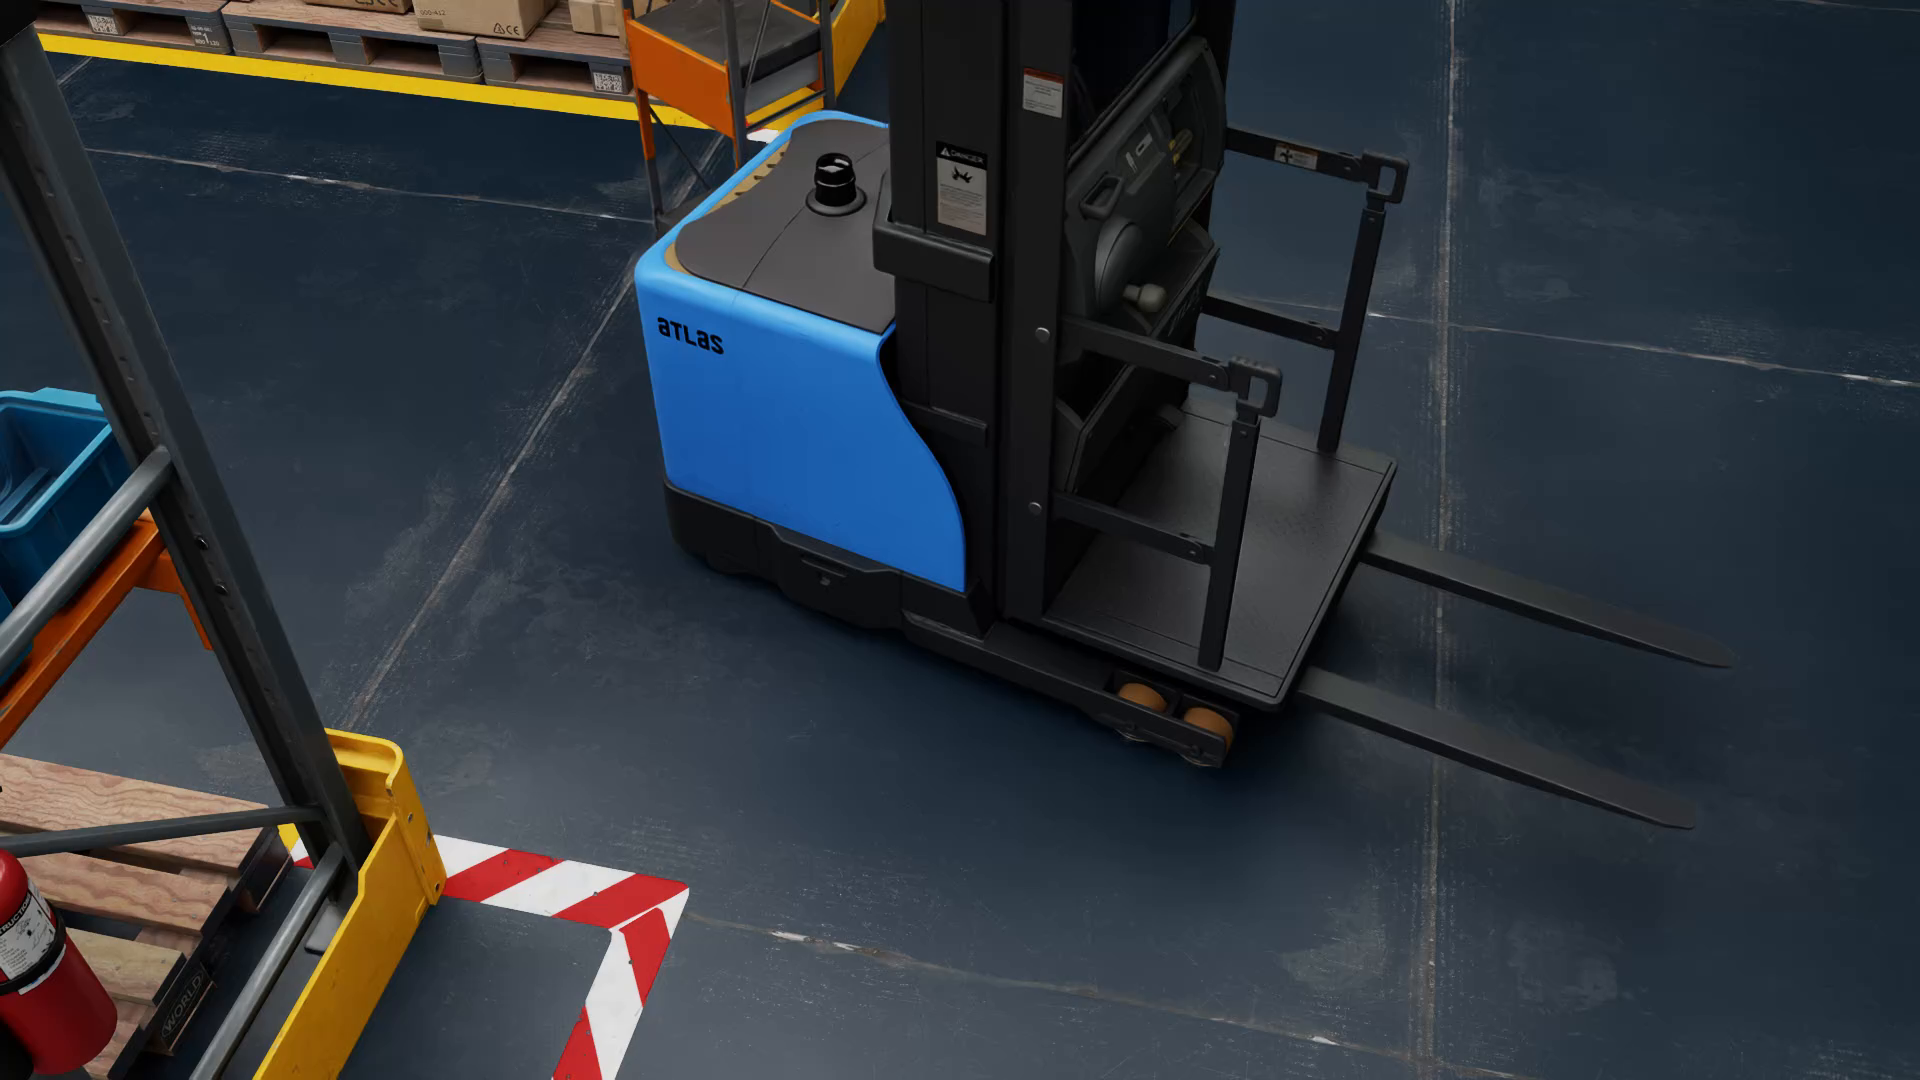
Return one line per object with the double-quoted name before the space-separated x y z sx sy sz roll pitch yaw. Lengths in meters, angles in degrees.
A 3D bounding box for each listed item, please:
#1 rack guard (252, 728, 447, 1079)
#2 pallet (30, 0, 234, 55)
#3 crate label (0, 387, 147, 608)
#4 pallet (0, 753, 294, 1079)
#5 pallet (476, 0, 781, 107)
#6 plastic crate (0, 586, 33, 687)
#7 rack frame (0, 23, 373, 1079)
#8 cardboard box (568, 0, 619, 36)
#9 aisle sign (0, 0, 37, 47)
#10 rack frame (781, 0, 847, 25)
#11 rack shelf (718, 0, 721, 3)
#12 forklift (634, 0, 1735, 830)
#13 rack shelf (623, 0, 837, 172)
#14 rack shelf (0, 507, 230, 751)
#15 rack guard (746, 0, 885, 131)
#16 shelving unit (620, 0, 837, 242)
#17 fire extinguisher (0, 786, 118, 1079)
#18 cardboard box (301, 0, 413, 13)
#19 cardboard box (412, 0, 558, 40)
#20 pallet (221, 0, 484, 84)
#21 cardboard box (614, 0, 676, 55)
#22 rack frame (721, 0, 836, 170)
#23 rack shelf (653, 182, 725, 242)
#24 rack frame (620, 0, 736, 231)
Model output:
"rack guard" -1.618 1.045 3.804 0.348 0.500 1.175 9 45 9
"pallet" -3.792 -2.699 7.902 1.213 0.211 1.003 9 45 9
"crate label" -1.813 -0.072 3.239 0.303 0.233 0.416 9 45 9
"pallet" -2.440 1.003 4.056 1.213 0.211 1.003 9 45 9
"pallet" -1.411 -2.329 7.518 1.213 0.211 1.003 9 45 9
"plastic crate" -2.012 0.191 2.820 0.499 0.435 0.616 9 45 9
"rack frame" -1.644 0.149 2.932 0.127 3.000 1.000 9 45 9
"cardboard box" -1.519 -2.378 7.283 0.250 0.166 0.380 9 45 9
"aisle sign" -1.509 -0.977 2.228 0.004 0.787 0.394 9 45 9
"rack frame" -0.559 -3.202 6.414 0.127 3.000 1.000 9 45 9
"rack shelf" -0.712 -1.919 4.739 0.480 0.518 0.431 33 53 30
"forklift" 0.647 -0.855 4.025 3.031 2.935 1.130 20 47 19
"rack shelf" -0.711 -1.415 5.225 0.480 0.518 0.431 33 53 30
"rack shelf" -3.596 0.106 3.496 4.000 0.370 1.077 9 45 9
"rack guard" -0.633 -2.313 7.293 0.348 0.500 1.175 9 45 9
"shelving unit" -0.711 -1.425 5.216 0.503 2.100 0.431 33 53 30
"fire extinguisher" -1.596 0.642 2.745 0.183 0.674 0.296 9 45 9
"cardboard box" -2.628 -2.786 7.464 0.637 0.503 0.797 9 45 9
"cardboard box" -2.064 -2.450 7.298 0.500 0.250 0.500 9 45 9
"pallet" -2.598 -2.515 7.711 1.213 0.211 1.003 9 45 9
"cardboard box" -1.143 -2.376 7.041 0.500 0.500 0.500 9 45 9
"rack frame" -0.533 -1.309 5.095 0.015 2.100 0.400 33 53 30
"rack shelf" -0.709 -0.912 5.712 0.480 0.518 0.431 33 53 30
"rack frame" -0.888 -1.541 5.336 0.015 2.100 0.400 33 53 30
